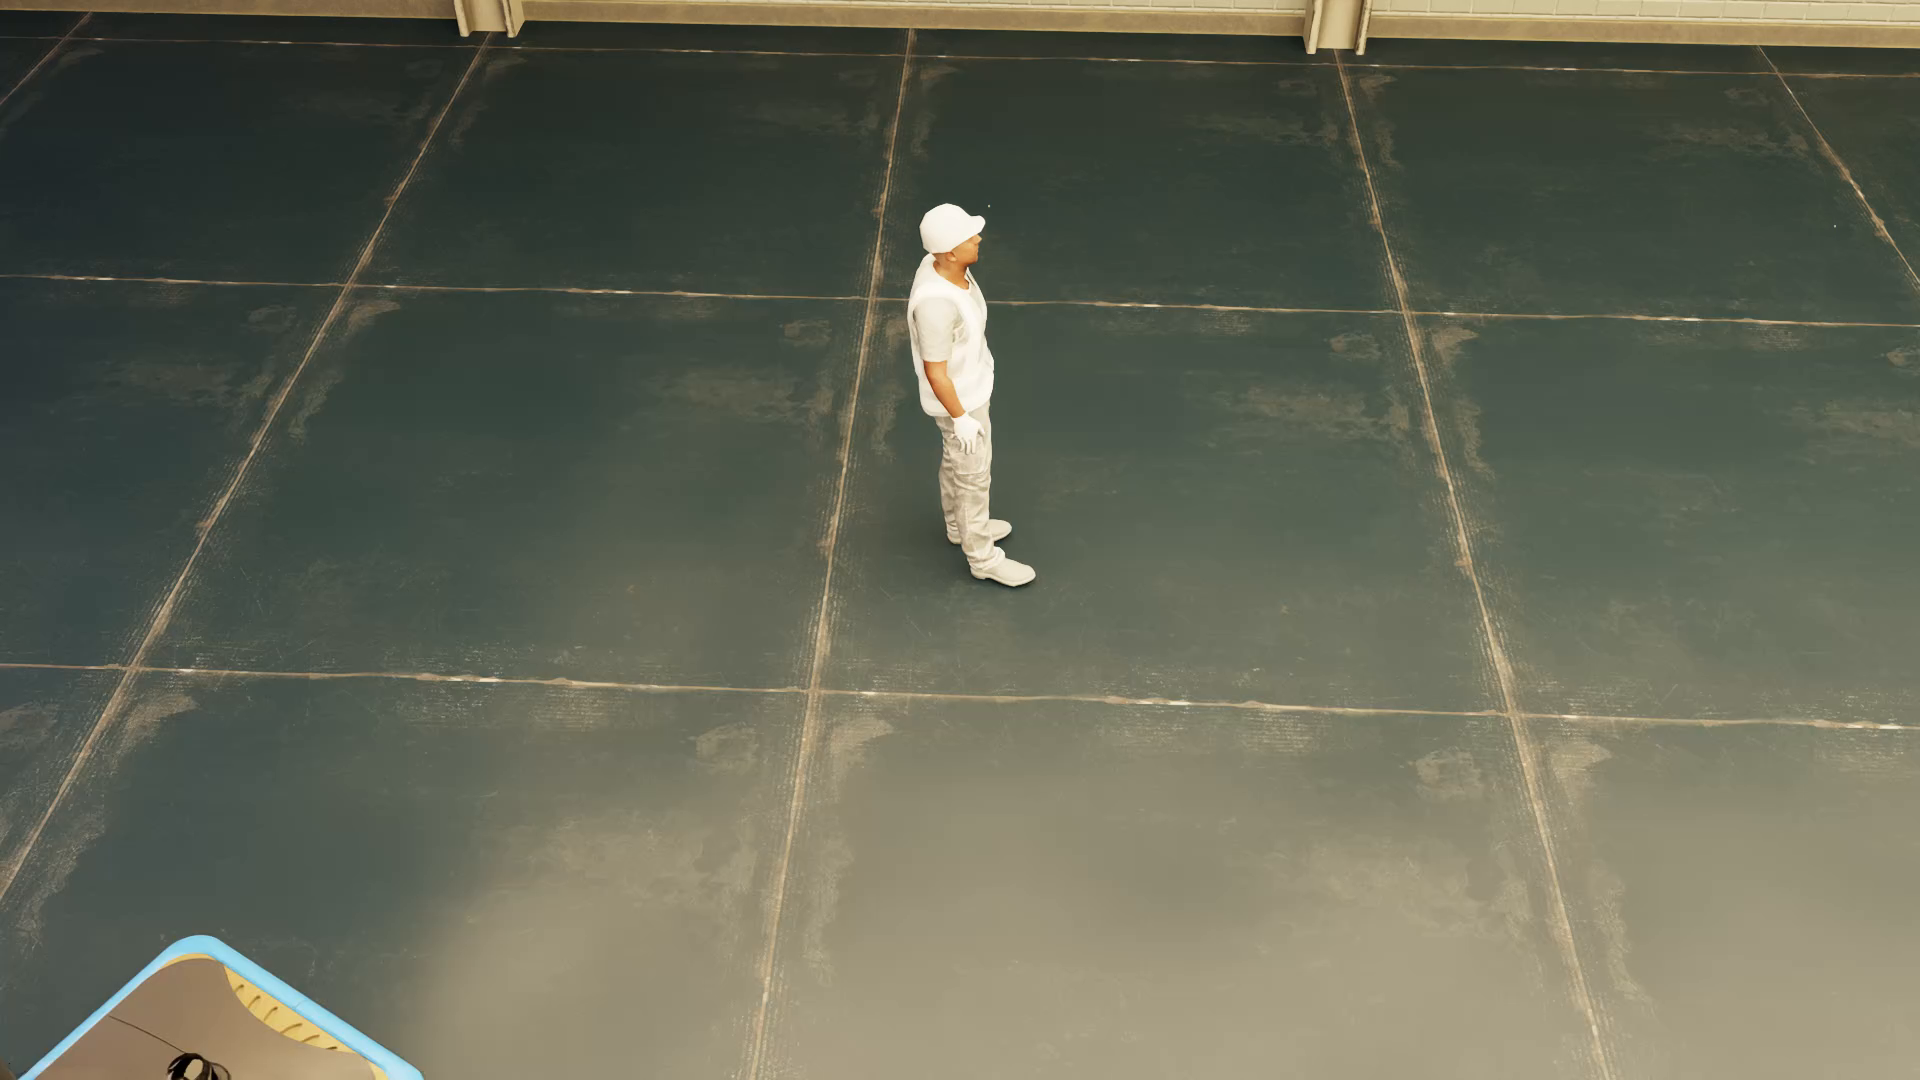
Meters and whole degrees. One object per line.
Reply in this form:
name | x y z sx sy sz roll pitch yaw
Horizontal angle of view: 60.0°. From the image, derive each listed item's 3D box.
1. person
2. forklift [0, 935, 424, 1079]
person | 0.080 -0.655 7.301 0.559 1.782 0.656 2 42 2
forklift | -14.322 0.538 5.153 23.089 2.935 11.713 22 47 23
